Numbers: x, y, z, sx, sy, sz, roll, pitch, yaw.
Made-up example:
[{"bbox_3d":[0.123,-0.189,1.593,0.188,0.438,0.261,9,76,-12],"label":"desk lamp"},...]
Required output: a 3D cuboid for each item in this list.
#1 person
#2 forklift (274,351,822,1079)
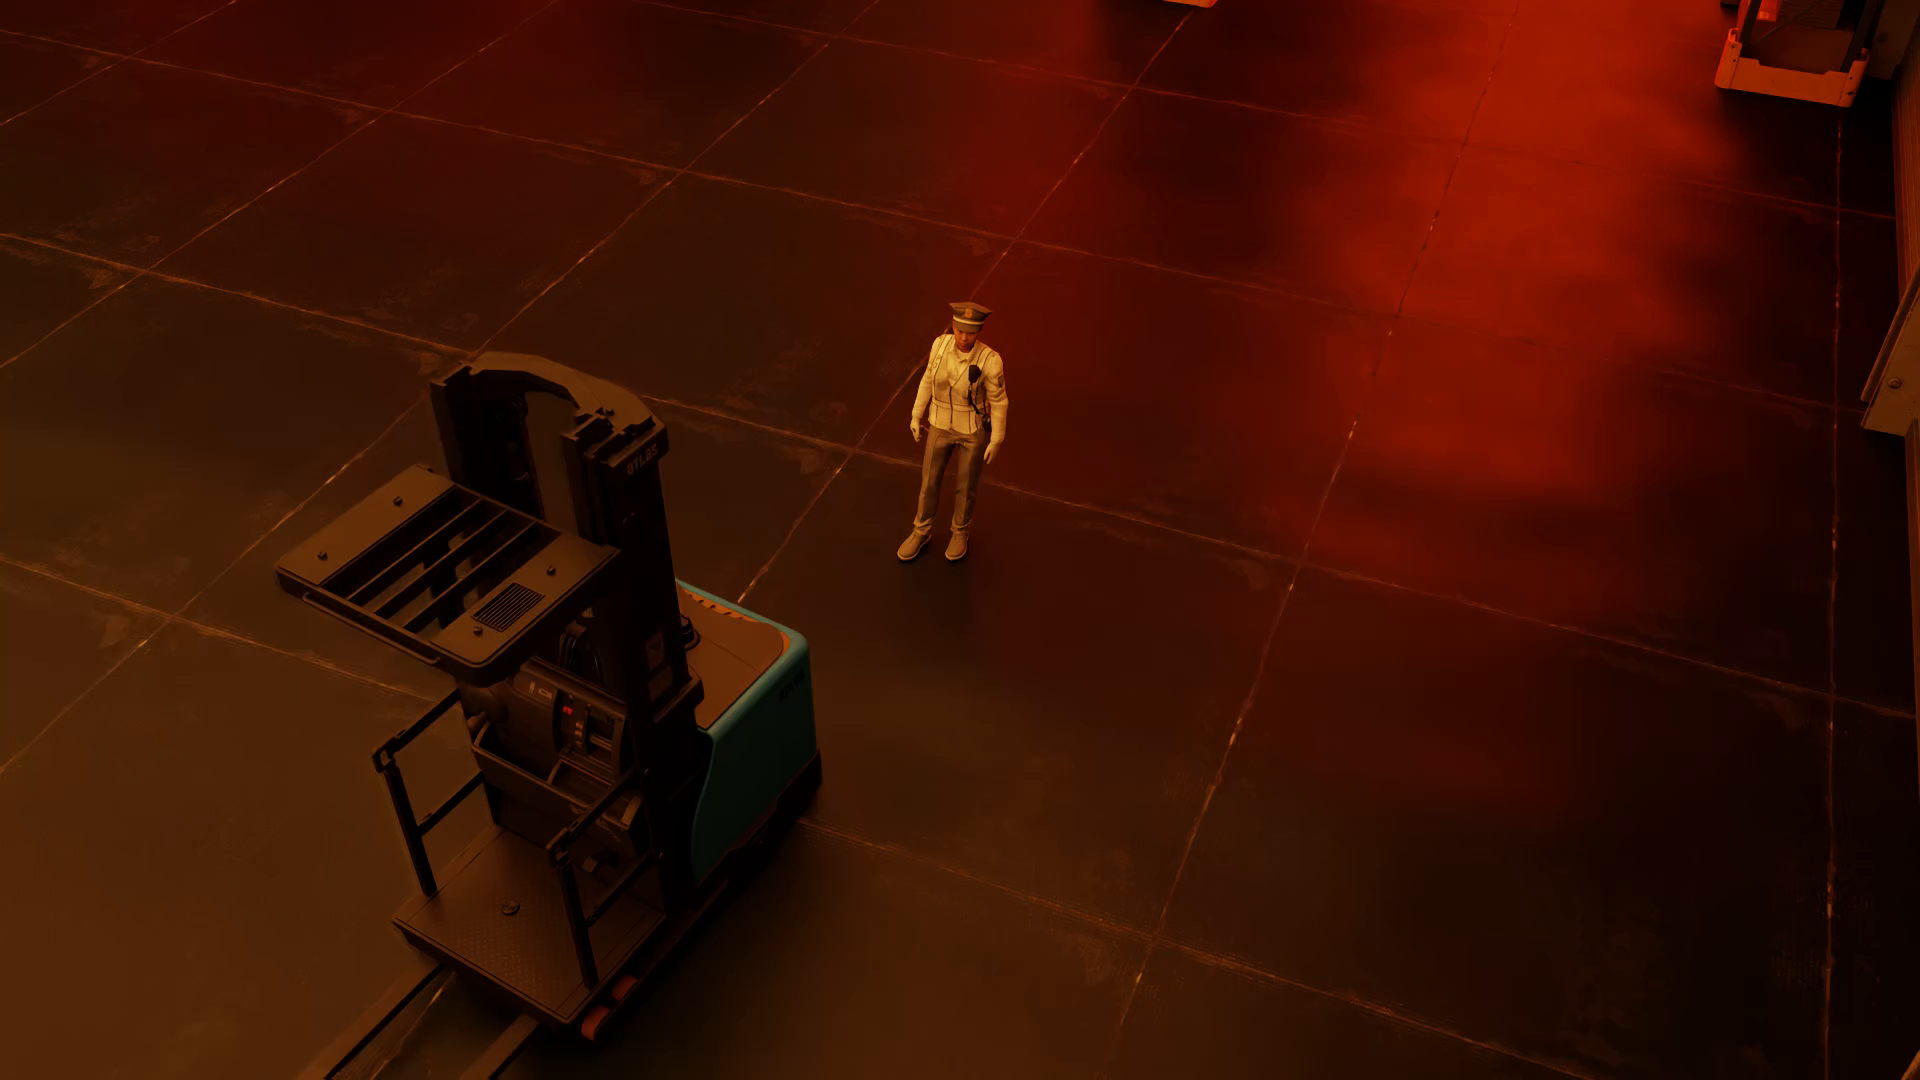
[{"bbox_3d":[-0.032,-0.616,9.695,0.588,1.695,0.531,15,42,17],"label":"person"},{"bbox_3d":[-1.916,0.813,7.035,1.130,2.935,3.031,21,44,24],"label":"forklift"}]
